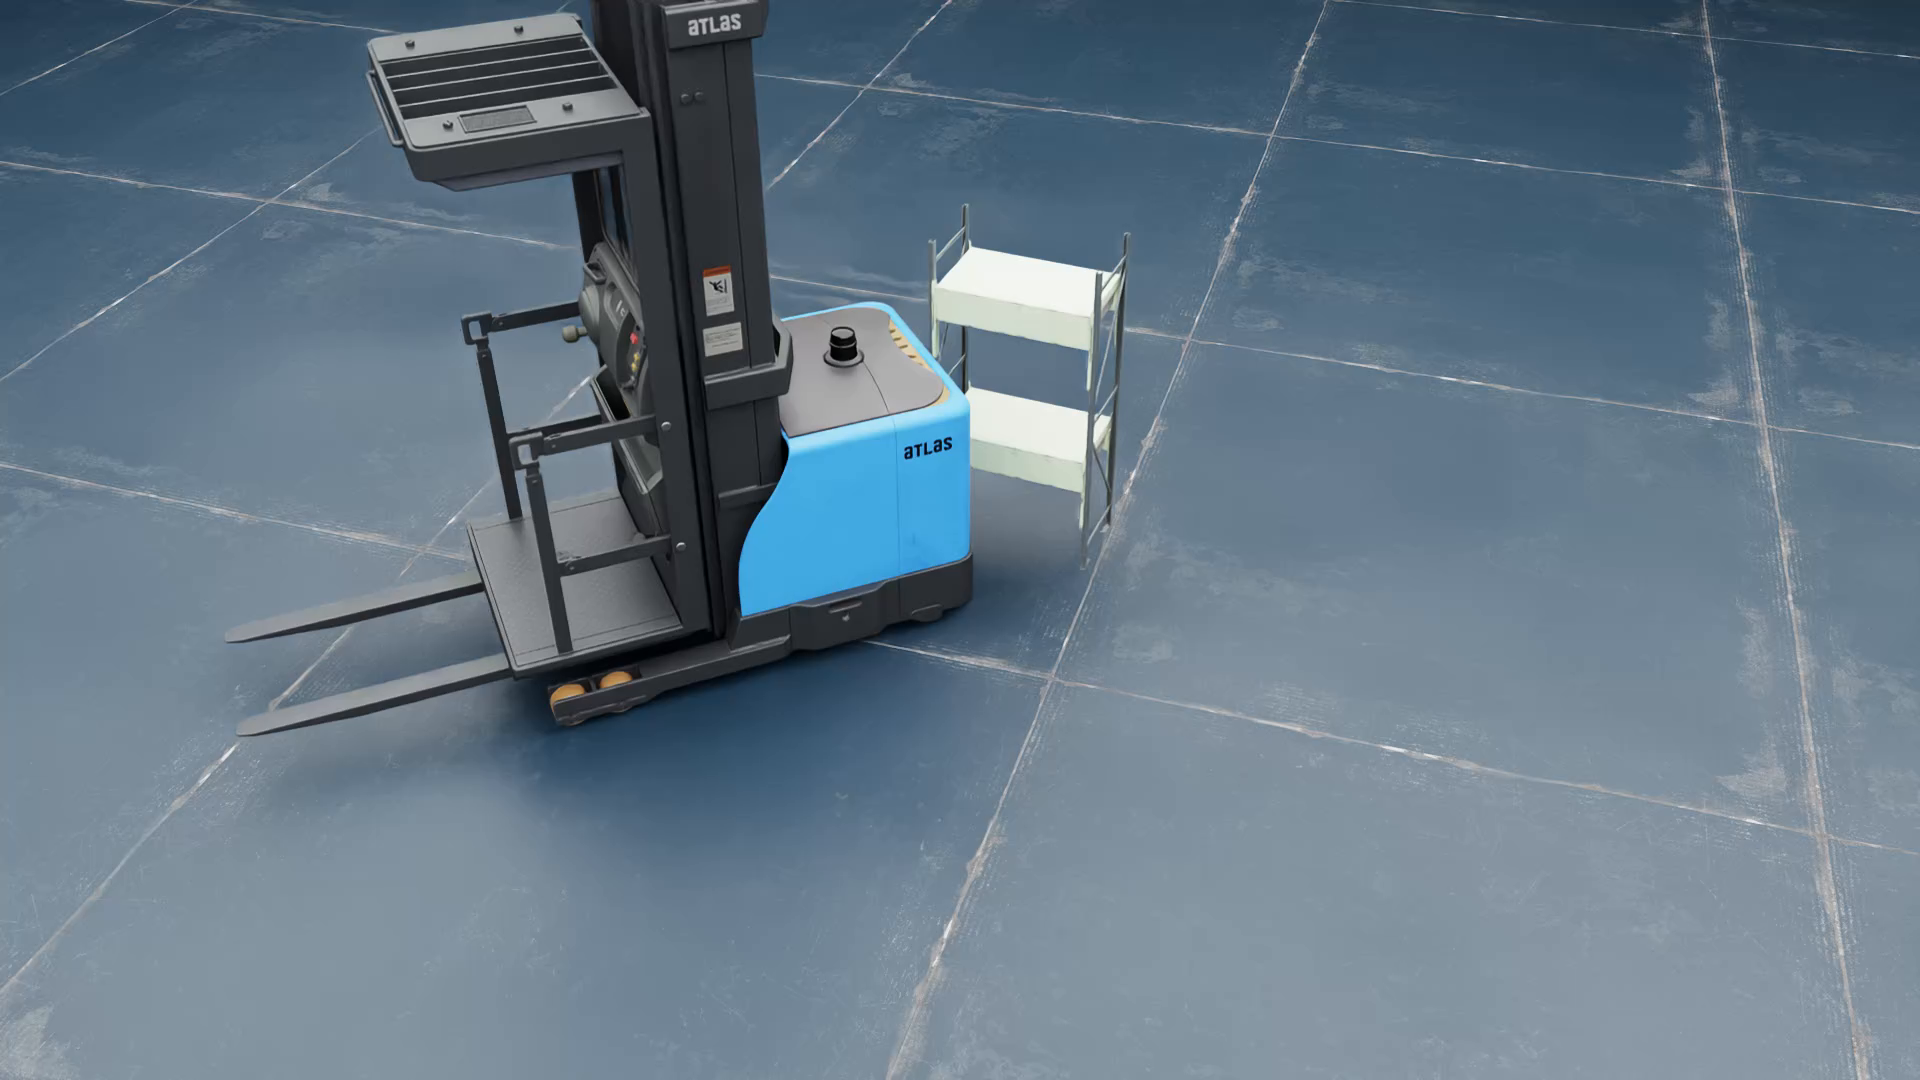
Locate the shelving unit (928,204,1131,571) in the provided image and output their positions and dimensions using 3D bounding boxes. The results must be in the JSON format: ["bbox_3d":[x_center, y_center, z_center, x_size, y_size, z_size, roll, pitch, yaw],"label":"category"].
[{"bbox_3d":[0.291,-0.658,7.378,0.755,1.500,0.431,14,39,18],"label":"shelving unit"}]

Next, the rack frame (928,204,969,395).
[{"bbox_3d":[-0.047,-0.740,7.491,0.023,1.500,0.400,14,39,18],"label":"rack frame"}]

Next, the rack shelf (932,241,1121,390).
[{"bbox_3d":[0.291,-0.972,7.147,0.720,0.370,0.431,14,39,18],"label":"rack shelf"}]

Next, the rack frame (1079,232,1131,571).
[{"bbox_3d":[0.629,-0.575,7.265,0.023,1.500,0.400,14,39,18],"label":"rack frame"}]

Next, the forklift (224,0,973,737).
[{"bbox_3d":[-1.509,-0.788,6.348,3.031,2.935,1.130,-14,39,-19],"label":"forklift"}]

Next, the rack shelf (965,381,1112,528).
[{"bbox_3d":[0.291,-0.395,7.571,0.720,0.370,0.431,14,39,18],"label":"rack shelf"}]
